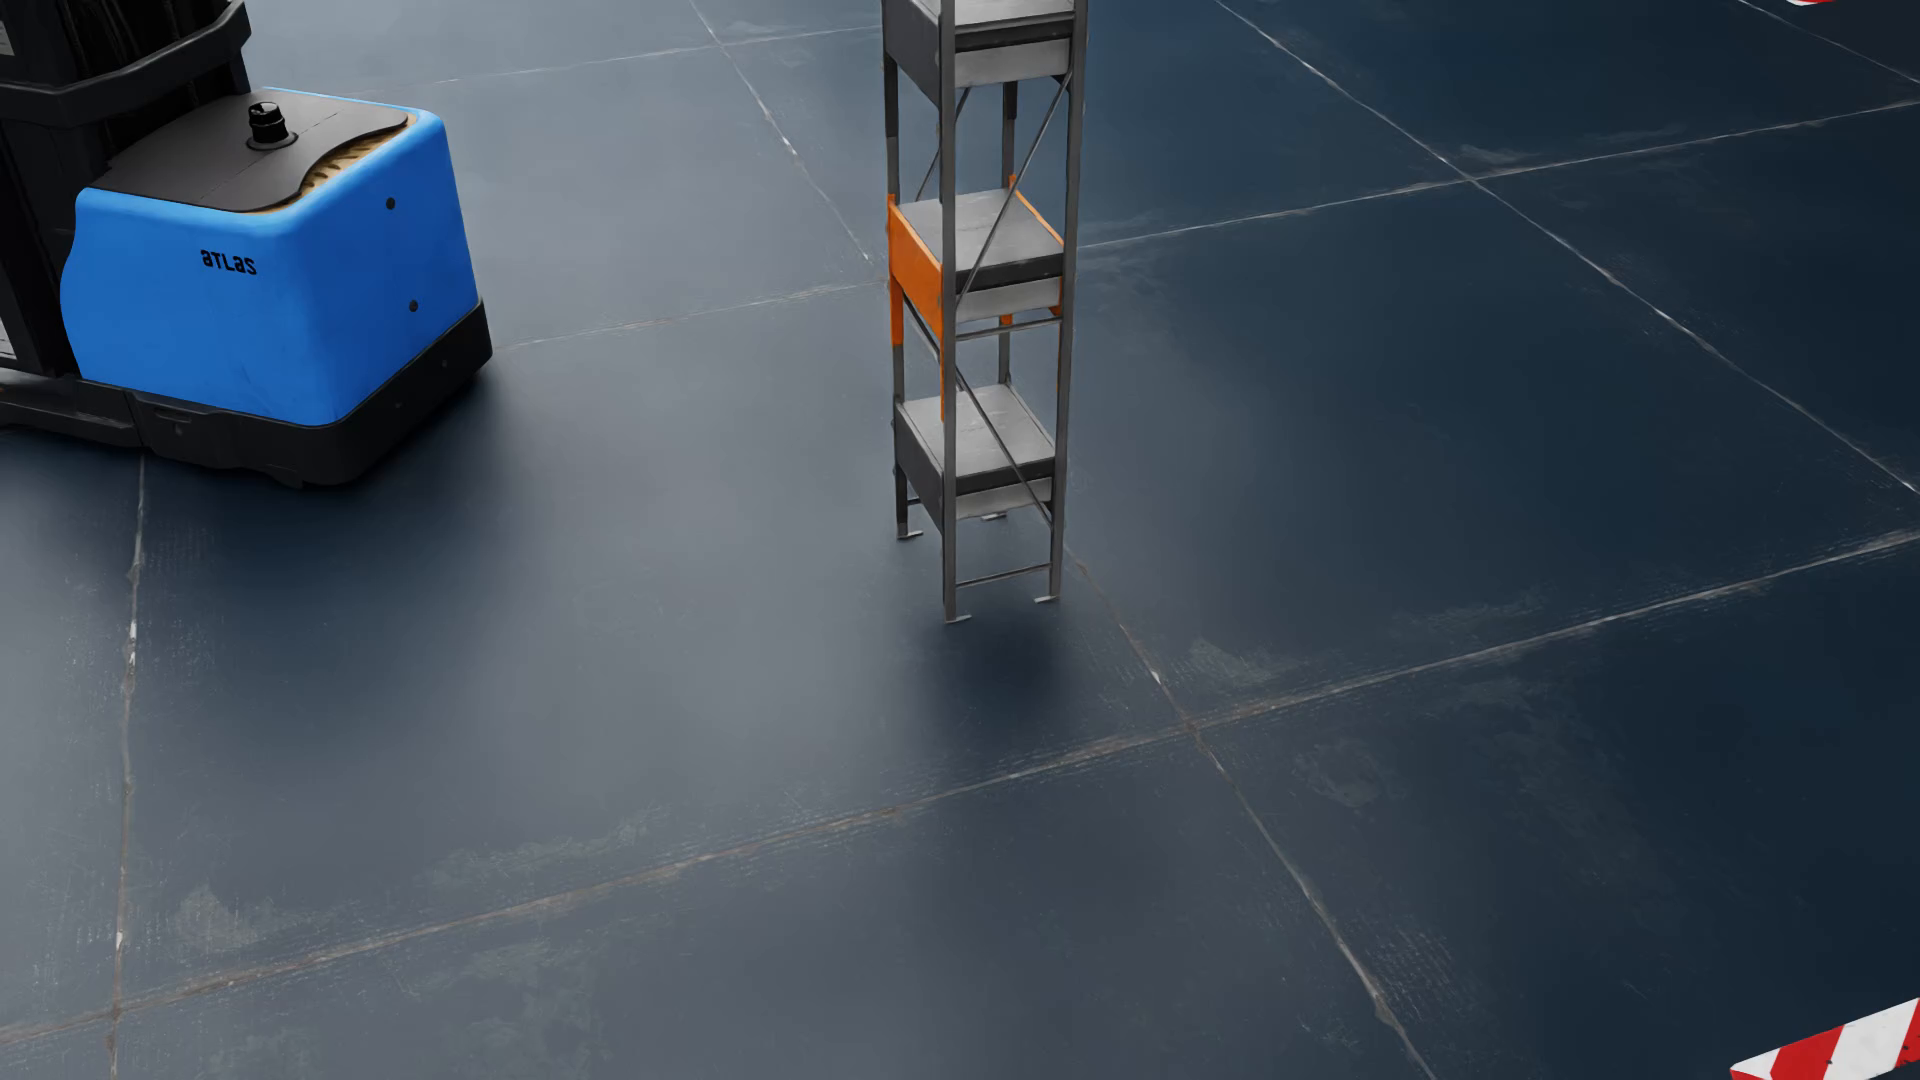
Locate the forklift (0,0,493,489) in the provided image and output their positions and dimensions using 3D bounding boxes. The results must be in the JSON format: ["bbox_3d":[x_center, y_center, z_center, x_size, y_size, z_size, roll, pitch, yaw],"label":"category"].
[{"bbox_3d":[-3.431,-1.886,5.817,3.031,2.935,1.130,12,39,15],"label":"forklift"}]

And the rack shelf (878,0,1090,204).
[{"bbox_3d":[0.057,-1.293,4.581,0.431,0.518,0.480,-12,39,-16],"label":"rack shelf"}]

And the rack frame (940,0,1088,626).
[{"bbox_3d":[0.141,-0.607,4.811,0.400,2.100,0.015,-12,39,-16],"label":"rack frame"}]

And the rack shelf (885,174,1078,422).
[{"bbox_3d":[0.057,-0.734,5.002,0.431,0.518,0.480,-12,39,-16],"label":"rack shelf"}]

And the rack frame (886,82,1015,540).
[{"bbox_3d":[-0.027,-0.883,5.177,0.400,2.100,0.015,-12,39,-16],"label":"rack frame"}]

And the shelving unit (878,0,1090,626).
[{"bbox_3d":[0.057,-0.745,4.994,0.431,2.100,0.503,-12,39,-16],"label":"shelving unit"}]

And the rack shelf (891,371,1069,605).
[{"bbox_3d":[0.057,-0.175,5.423,0.431,0.518,0.480,-12,39,-16],"label":"rack shelf"}]
